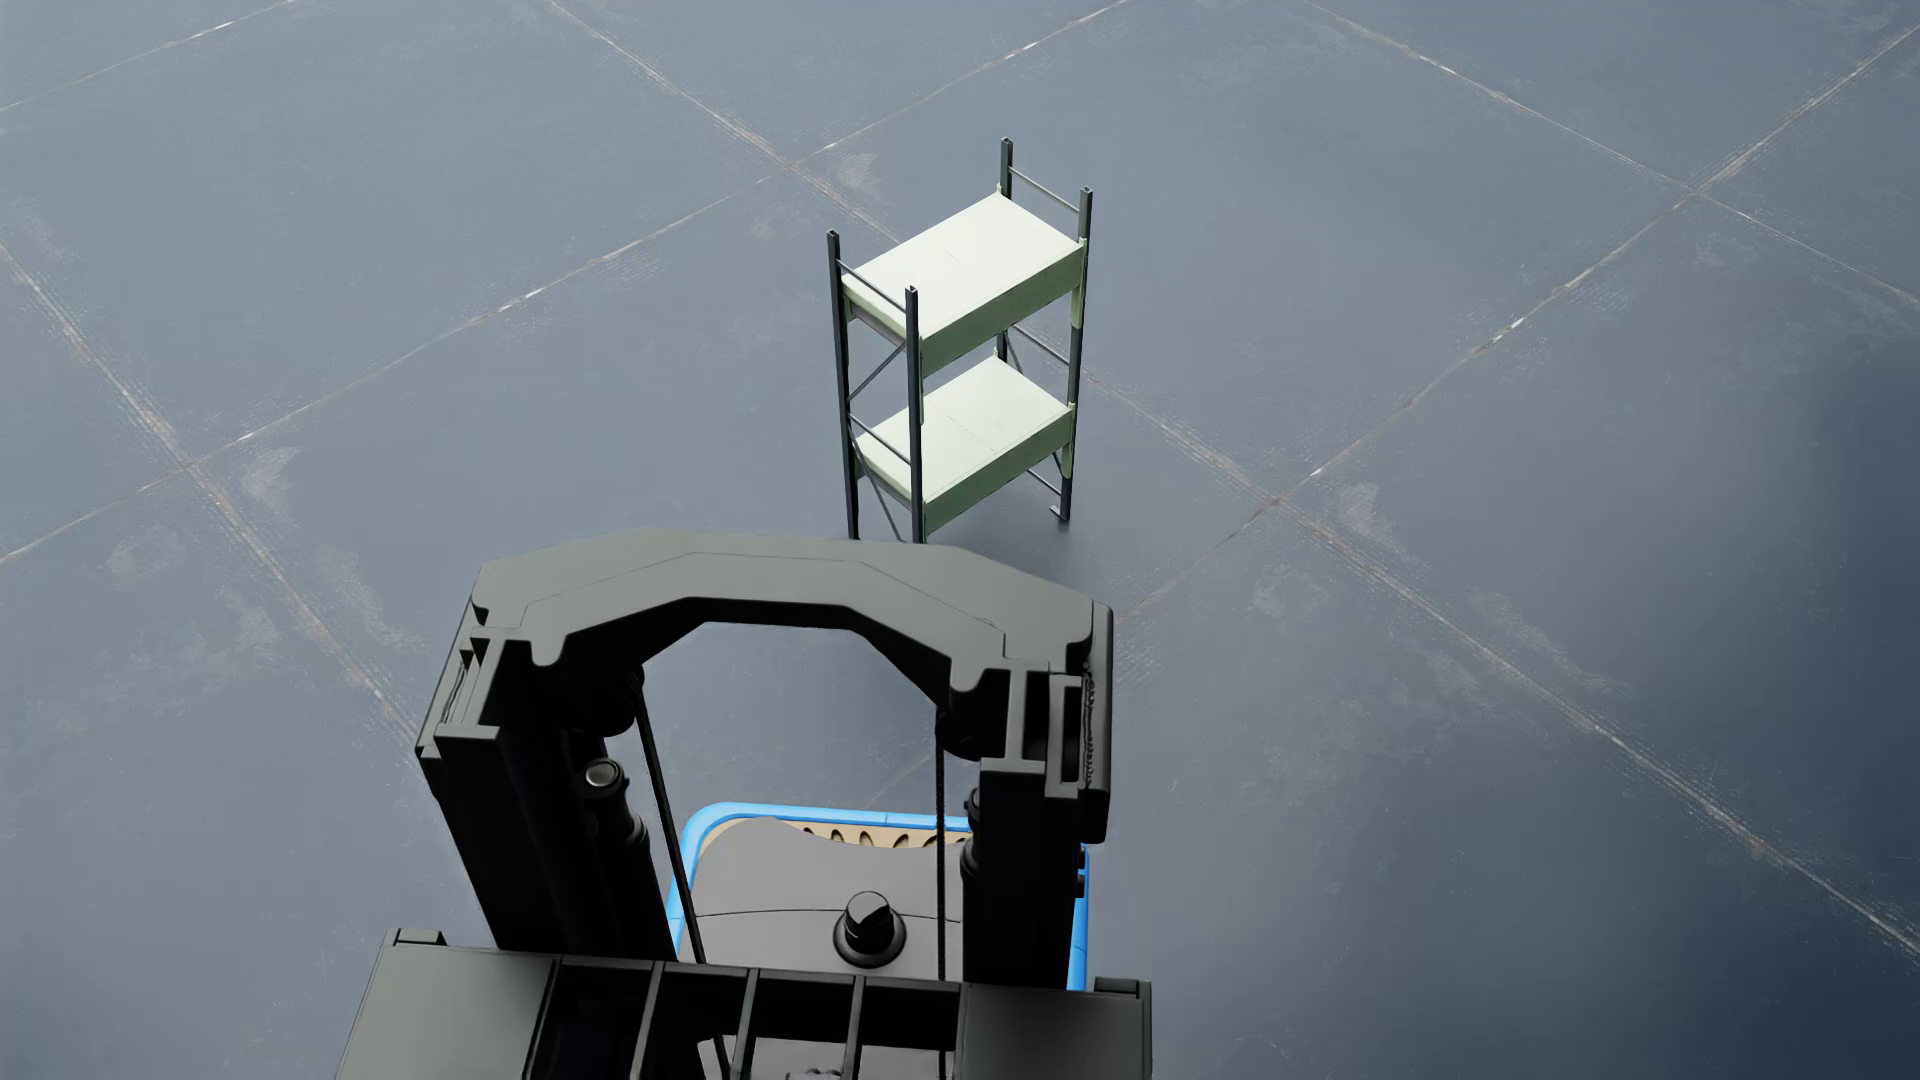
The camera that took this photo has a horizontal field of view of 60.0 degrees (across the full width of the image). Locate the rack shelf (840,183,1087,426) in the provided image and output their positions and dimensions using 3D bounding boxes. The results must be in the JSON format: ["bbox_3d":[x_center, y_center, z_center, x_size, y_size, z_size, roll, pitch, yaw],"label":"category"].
[{"bbox_3d":[0.005,-0.777,5.415,0.720,0.370,0.431,-34,56,-27],"label":"rack shelf"}]

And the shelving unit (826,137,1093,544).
[{"bbox_3d":[0.005,-0.512,5.702,0.755,1.500,0.431,-34,56,-27],"label":"shelving unit"}]

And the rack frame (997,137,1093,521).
[{"bbox_3d":[0.276,-0.693,5.869,0.023,1.500,0.400,-34,56,-27],"label":"rack frame"}]

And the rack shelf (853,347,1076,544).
[{"bbox_3d":[0.005,-0.291,5.941,0.720,0.370,0.431,-34,56,-27],"label":"rack shelf"}]

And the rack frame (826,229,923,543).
[{"bbox_3d":[-0.266,-0.331,5.535,0.023,1.500,0.400,-34,56,-27],"label":"rack frame"}]

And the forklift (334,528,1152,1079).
[{"bbox_3d":[-0.297,1.499,2.872,1.130,2.935,3.031,3,47,3],"label":"forklift"}]
